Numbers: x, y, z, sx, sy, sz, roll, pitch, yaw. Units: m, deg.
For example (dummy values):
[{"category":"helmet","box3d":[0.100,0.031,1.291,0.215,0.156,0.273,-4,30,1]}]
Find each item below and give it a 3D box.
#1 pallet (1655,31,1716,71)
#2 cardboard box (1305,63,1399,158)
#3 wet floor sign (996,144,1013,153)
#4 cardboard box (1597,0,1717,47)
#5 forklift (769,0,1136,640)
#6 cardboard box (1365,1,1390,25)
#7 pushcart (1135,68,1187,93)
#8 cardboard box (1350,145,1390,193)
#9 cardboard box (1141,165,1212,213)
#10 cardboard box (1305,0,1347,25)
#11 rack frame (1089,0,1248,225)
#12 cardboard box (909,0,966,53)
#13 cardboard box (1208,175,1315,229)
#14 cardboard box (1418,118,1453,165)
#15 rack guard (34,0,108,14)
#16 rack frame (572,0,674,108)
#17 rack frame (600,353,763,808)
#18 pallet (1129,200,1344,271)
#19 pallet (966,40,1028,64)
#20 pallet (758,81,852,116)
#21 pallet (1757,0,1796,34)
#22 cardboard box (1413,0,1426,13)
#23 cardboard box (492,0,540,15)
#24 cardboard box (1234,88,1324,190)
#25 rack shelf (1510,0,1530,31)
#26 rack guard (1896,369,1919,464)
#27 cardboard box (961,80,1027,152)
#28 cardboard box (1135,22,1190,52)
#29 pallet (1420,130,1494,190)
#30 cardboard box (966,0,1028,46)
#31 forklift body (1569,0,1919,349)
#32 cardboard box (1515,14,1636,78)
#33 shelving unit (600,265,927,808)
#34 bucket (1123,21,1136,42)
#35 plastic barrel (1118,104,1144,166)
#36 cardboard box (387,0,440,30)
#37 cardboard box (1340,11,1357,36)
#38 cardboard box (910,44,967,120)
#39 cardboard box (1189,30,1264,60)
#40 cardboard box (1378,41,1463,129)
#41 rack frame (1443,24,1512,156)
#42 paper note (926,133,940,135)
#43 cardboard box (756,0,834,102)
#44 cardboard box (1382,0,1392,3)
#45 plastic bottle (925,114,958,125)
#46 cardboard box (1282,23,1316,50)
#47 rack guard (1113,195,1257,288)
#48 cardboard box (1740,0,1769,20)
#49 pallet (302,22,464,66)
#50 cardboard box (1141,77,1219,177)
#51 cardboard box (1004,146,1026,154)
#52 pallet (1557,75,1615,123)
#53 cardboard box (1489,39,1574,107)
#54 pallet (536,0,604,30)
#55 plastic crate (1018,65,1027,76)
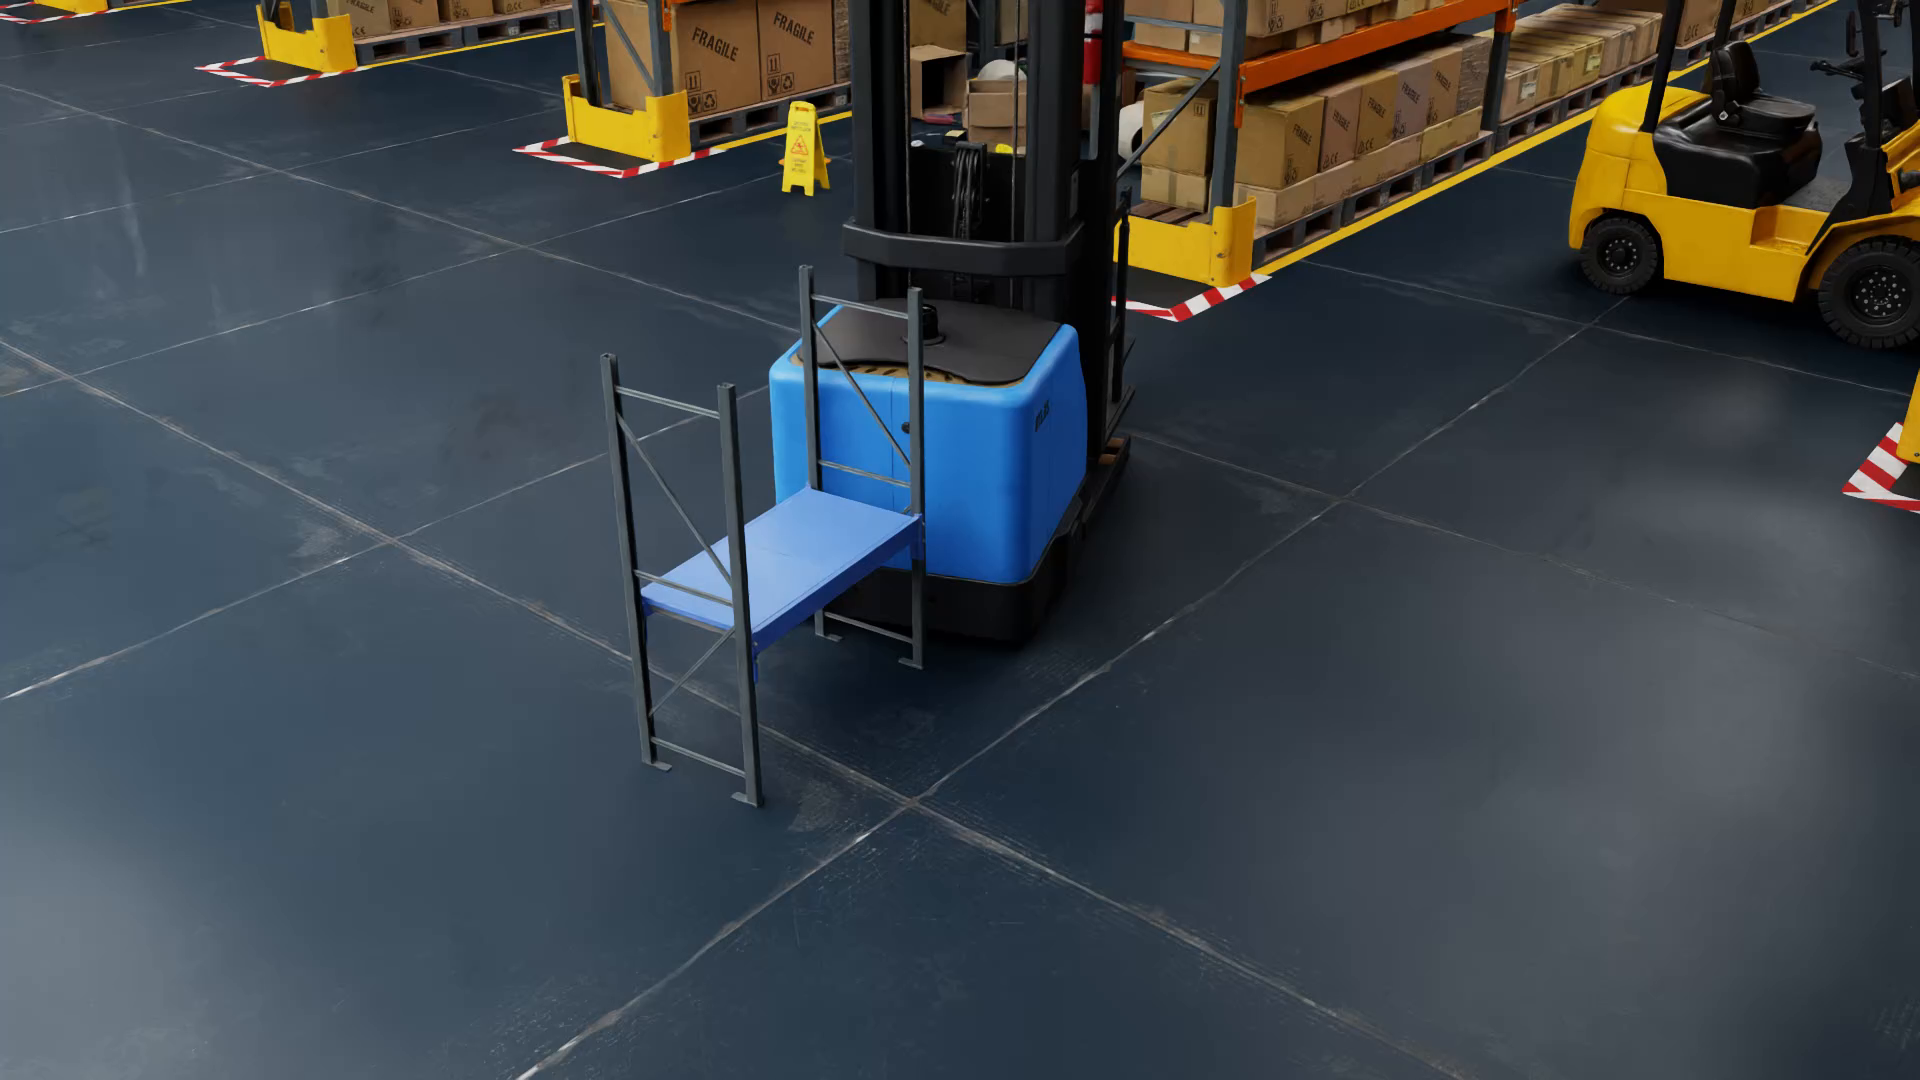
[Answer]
[{"category":"pallet","box3d":[6.893,-4.937,16.564,1.003,0.211,1.213,21,34,34]},{"category":"cardboard box","box3d":[2.641,-2.956,11.419,0.500,0.500,0.500,22,34,35]},{"category":"wet floor sign","box3d":[0.298,-2.281,10.958,0.232,0.644,0.267,-15,31,-27]},{"category":"cardboard box","box3d":[6.837,-5.381,16.243,0.875,0.875,0.875,20,34,34]},{"category":"forklift","box3d":[0.178,-1.578,7.110,1.130,2.935,3.031,8,28,15]},{"category":"cardboard box","box3d":[2.649,-3.568,11.156,0.380,0.149,0.250,20,33,33]},{"category":"pushcart","box3d":[1.998,-3.984,14.540,1.648,0.377,0.936,9,29,17]},{"category":"cardboard box","box3d":[2.639,-2.628,11.601,0.500,0.250,0.500,24,35,38]},{"category":"cardboard box","box3d":[1.567,-2.421,11.200,0.500,0.250,0.500,21,34,34]},{"category":"cardboard box","box3d":[2.087,-3.530,10.376,0.500,0.500,0.500,22,35,36]},{"category":"rack frame","box3d":[1.245,-3.082,9.942,1.000,3.000,0.127,21,34,34]},{"category":"cardboard box","box3d":[-0.549,-4.951,15.411,0.875,0.875,0.875,21,34,35]},{"category":"cardboard box","box3d":[1.971,-2.252,10.874,0.500,0.250,0.500,20,34,34]},{"category":"cardboard box","box3d":[3.290,-2.985,12.291,0.500,0.250,0.500,20,33,33]},{"category":"rack guard","box3d":[-10.212,-6.356,18.992,1.175,0.500,0.348,21,34,34]},{"category":"rack frame","box3d":[-2.639,-4.492,12.670,1.000,3.000,0.127,21,34,34]},{"category":"rack frame","box3d":[-0.878,0.159,5.310,0.500,1.500,0.032,16,31,28]},{"category":"pallet","box3d":[1.837,-2.148,11.172,1.003,0.211,1.213,21,34,34]},{"category":"pallet","box3d":[0.338,-4.968,16.623,1.003,0.211,1.213,21,34,34]},{"category":"pallet","box3d":[-1.415,-3.991,14.735,1.003,0.211,1.213,21,34,34]},{"category":"pallet","box3d":[8.445,-5.802,18.236,1.003,0.211,1.213,21,34,34]},{"category":"cardboard box","box3d":[2.990,-3.742,11.492,0.380,0.149,0.250,20,33,34]},{"category":"cardboard box","box3d":[-4.836,-5.894,17.642,0.500,0.500,0.500,17,32,30]},{"category":"cardboard box","box3d":[1.986,-2.594,10.719,0.500,0.500,0.500,19,33,33]},{"category":"rack shelf","box3d":[5.061,-4.889,14.220,1.077,0.370,4.000,21,34,34]},{"category":"rack guard","box3d":[5.062,-0.514,7.699,1.175,0.500,0.348,21,34,34]},{"category":"cardboard box","box3d":[0.409,-3.336,13.150,0.797,0.503,0.637,0,27,0]},{"category":"cardboard box","box3d":[1.318,-3.165,10.377,0.380,0.149,0.250,22,35,36]},{"category":"pallet","box3d":[3.389,-3.013,12.844,1.003,0.211,1.213,21,34,34]},{"category":"cardboard box","box3d":[0.231,-5.344,16.308,1.050,0.750,0.750,21,34,34]},{"category":"forklift body","box3d":[4.876,-2.461,9.666,2.313,2.155,1.214,21,34,34]},{"category":"cardboard box","box3d":[5.503,-4.476,15.041,0.950,0.372,0.625,20,33,33]},{"category":"shelving unit","box3d":[-0.612,-0.040,5.695,0.538,1.500,1.048,16,31,28]},{"category":"bucket","box3d":[1.598,-4.410,14.418,0.620,0.611,0.726,-5,26,-32]},{"category":"plastic barrel","box3d":[1.390,-3.112,12.805,0.421,0.421,0.512,-5,28,-9]},{"category":"cardboard box","box3d":[-5.638,-5.493,16.866,0.500,0.500,0.500,-18,32,-31]},{"category":"cardboard box","box3d":[2.337,-3.372,10.777,0.380,0.149,0.250,22,34,36]},{"category":"cardboard box","box3d":[-0.290,-3.951,14.341,0.500,0.500,0.500,-21,34,-35]},{"category":"cardboard box","box3d":[1.621,-3.030,10.116,0.380,0.149,0.250,21,34,35]},{"category":"cardboard box","box3d":[3.298,-3.329,12.140,0.500,0.500,0.500,21,34,35]},{"category":"rack frame","box3d":[3.789,-4.500,12.684,1.000,3.000,0.127,21,34,34]},{"category":"paper note","box3d":[-0.218,-3.344,13.703,0.123,0.001,0.032,-10,29,-18]},{"category":"cardboard box","box3d":[-1.701,-4.308,14.168,0.875,0.875,0.875,20,34,34]},{"category":"cardboard box","box3d":[2.727,-3.893,11.079,0.500,0.500,0.500,20,33,33]},{"category":"plastic bottle","box3d":[-0.142,-3.551,14.048,0.283,0.061,0.133,9,29,17]},{"category":"cardboard box","box3d":[2.002,-3.194,10.433,0.380,0.149,0.250,20,33,33]},{"category":"rack guard","box3d":[1.293,-1.998,10.569,1.175,0.500,0.348,21,34,34]},{"category":"cardboard box","box3d":[7.976,-6.013,17.465,0.875,0.875,0.875,22,35,36]},{"category":"pallet","box3d":[-5.810,-5.044,16.771,1.003,0.211,1.213,21,34,34]},{"category":"cardboard box","box3d":[1.553,-2.740,11.002,0.500,0.500,0.500,21,34,35]},{"category":"cardboard box","box3d":[0.519,-2.870,12.636,0.250,0.149,0.380,-10,29,-18]},{"category":"pallet","box3d":[5.059,-3.972,14.699,1.003,0.211,1.213,21,34,34]},{"category":"cardboard box","box3d":[4.575,-3.962,14.047,0.950,0.372,0.625,23,35,37]},{"category":"pallet","box3d":[-4.258,-5.909,18.443,1.003,0.211,1.213,21,34,34]},{"category":"plastic crate","box3d":[0.806,-4.243,15.185,0.662,0.188,0.450,-10,19,-18]}]
